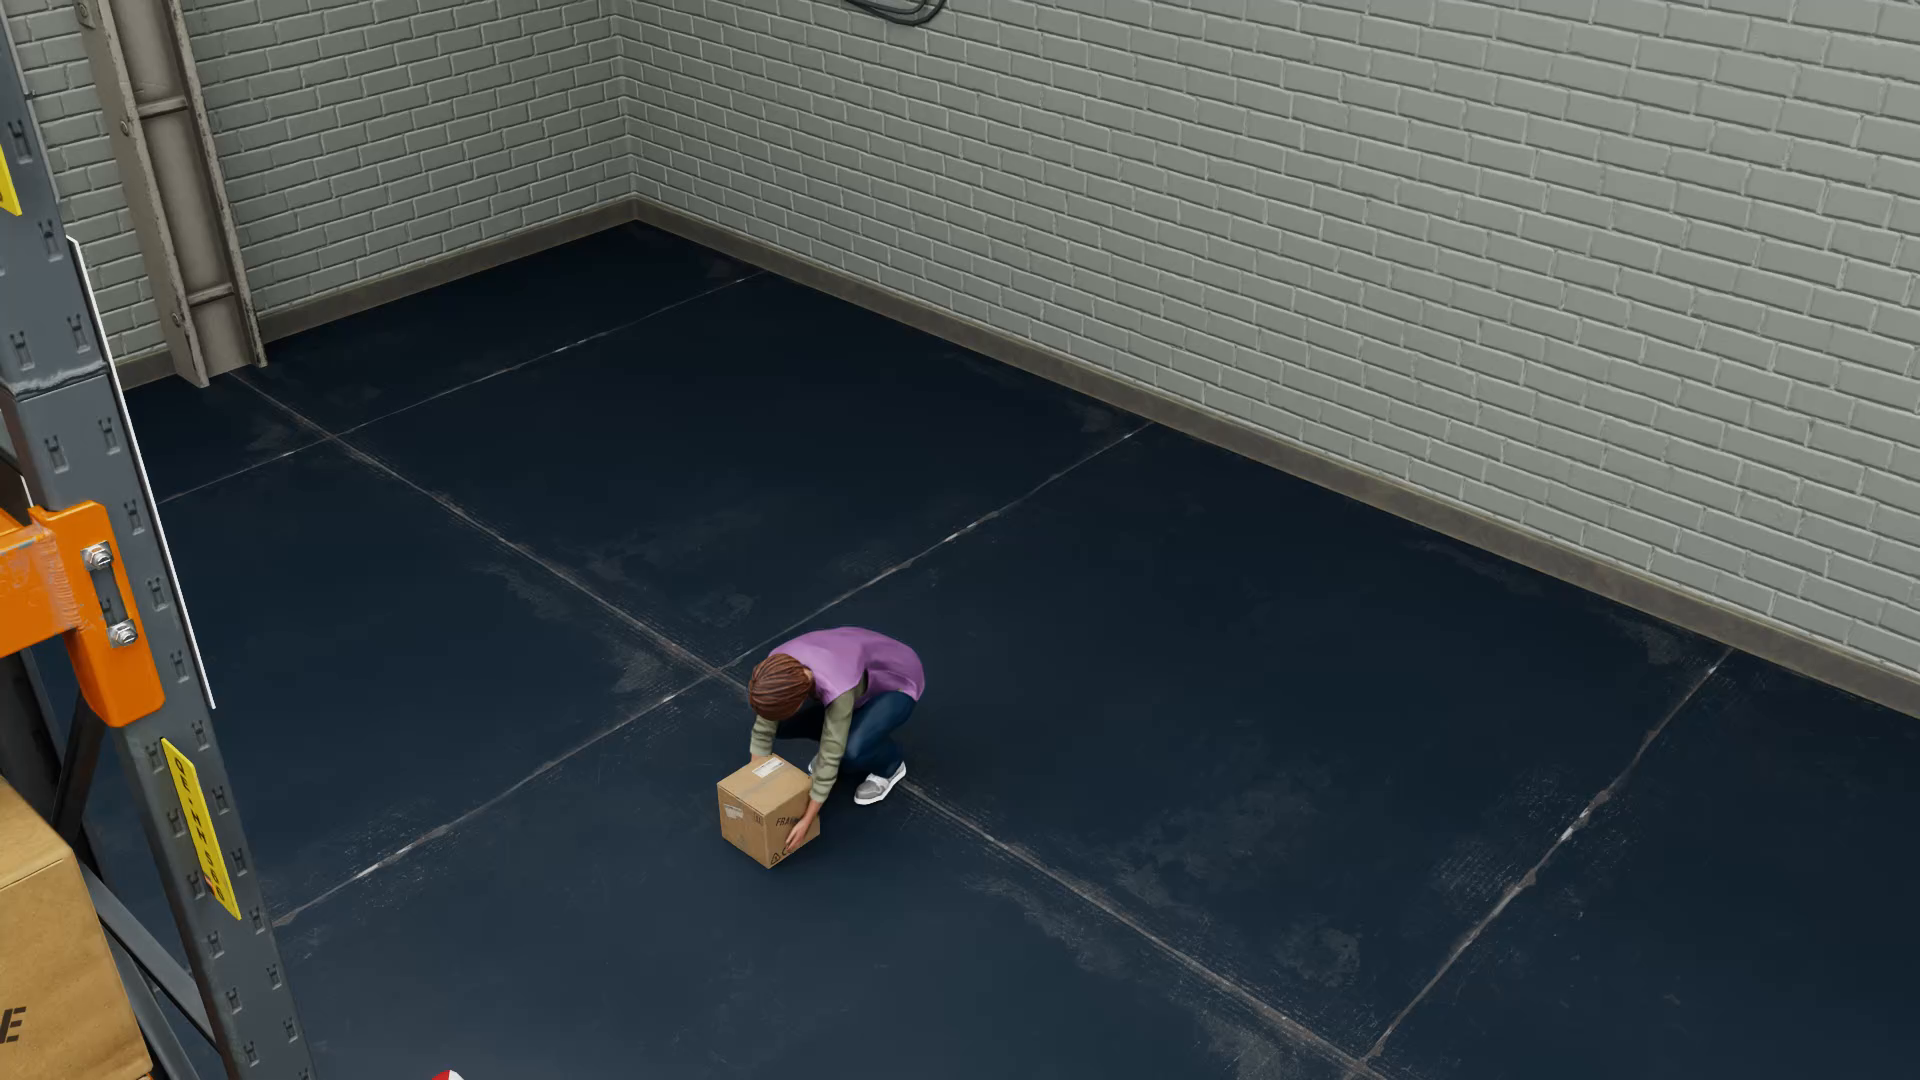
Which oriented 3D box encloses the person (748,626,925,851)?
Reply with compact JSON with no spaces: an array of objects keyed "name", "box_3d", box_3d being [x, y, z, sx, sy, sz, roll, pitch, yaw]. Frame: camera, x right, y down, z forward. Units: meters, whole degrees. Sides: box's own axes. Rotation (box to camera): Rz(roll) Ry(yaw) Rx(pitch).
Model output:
[{"name":"person","box_3d":[-0.455,0.604,5.952,0.437,0.778,0.803,26,40,35]}]
